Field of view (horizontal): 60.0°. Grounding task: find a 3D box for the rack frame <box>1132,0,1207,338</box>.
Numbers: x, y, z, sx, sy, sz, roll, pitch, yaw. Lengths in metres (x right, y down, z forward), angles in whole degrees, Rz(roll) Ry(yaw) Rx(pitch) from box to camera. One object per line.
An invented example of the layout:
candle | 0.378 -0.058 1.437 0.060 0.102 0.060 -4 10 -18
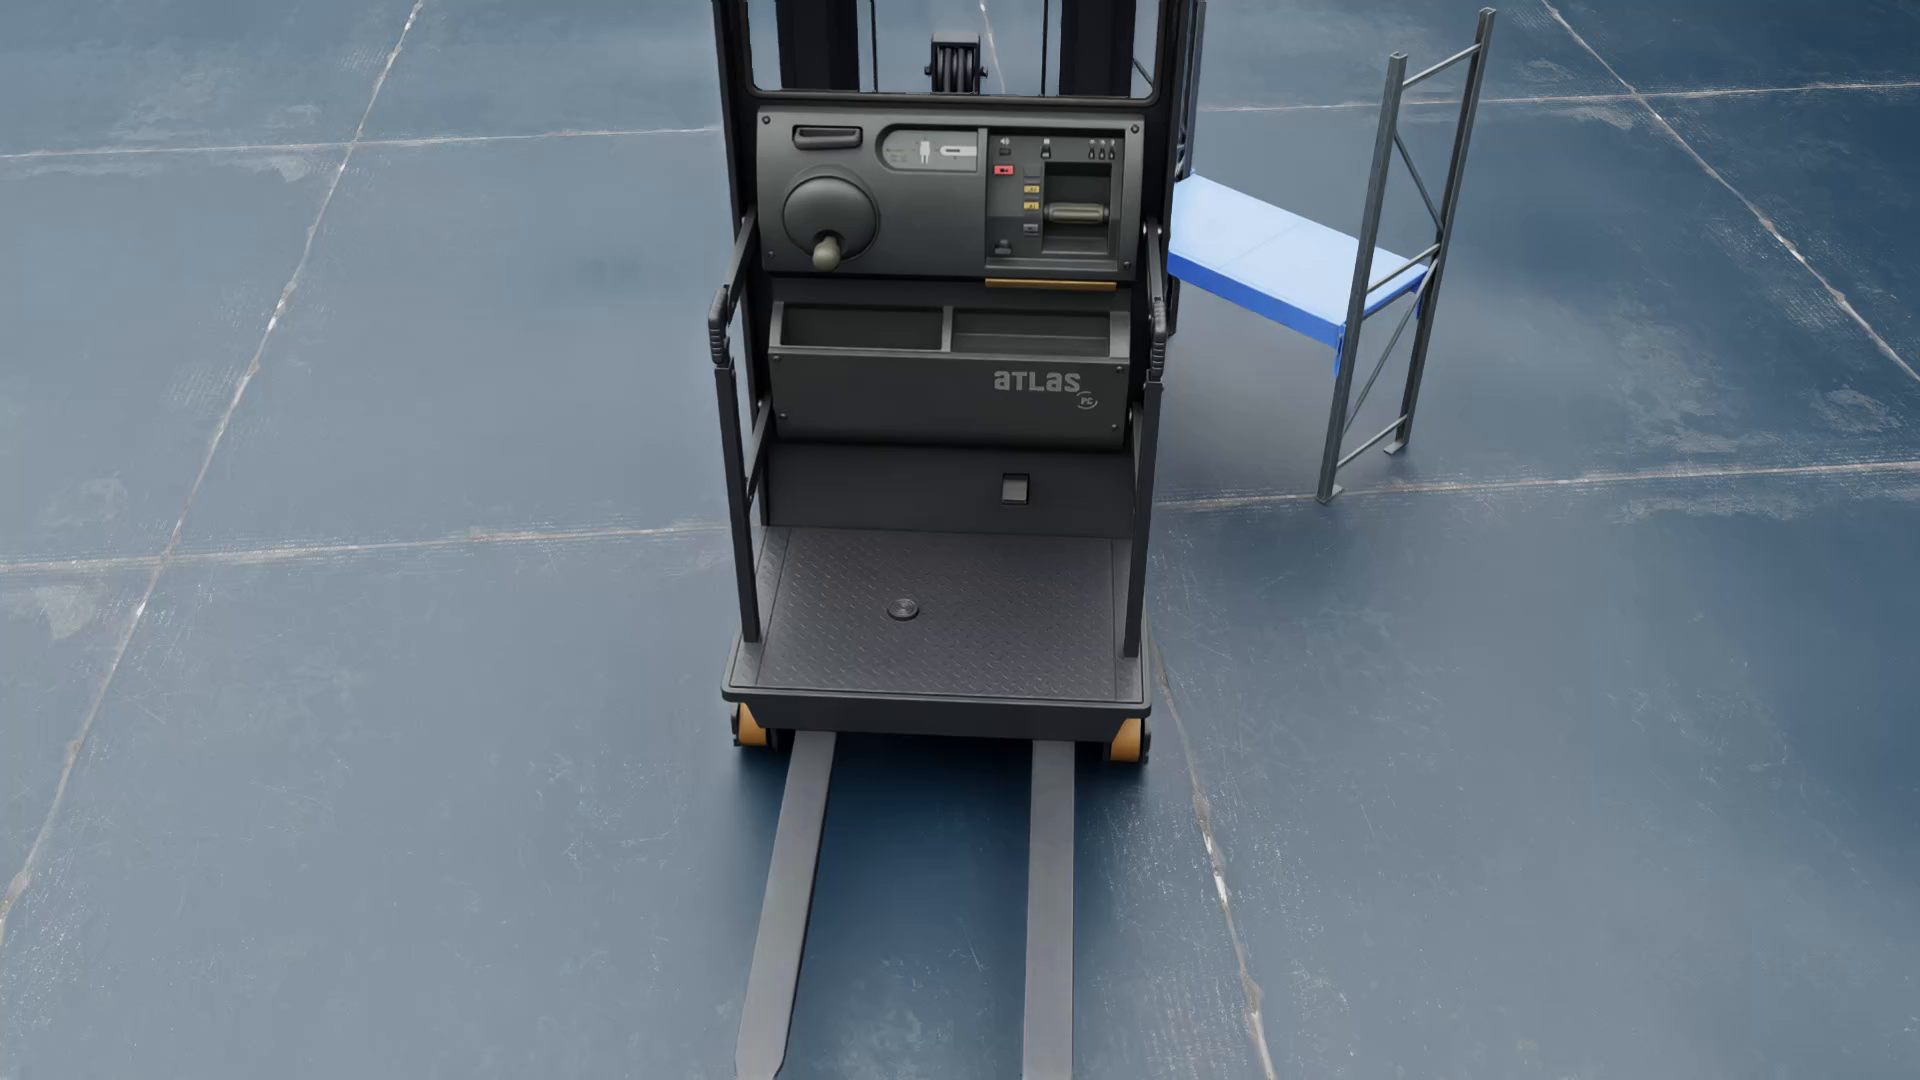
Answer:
rack frame | 0.624 -1.265 5.642 0.032 1.500 0.500 32 48 34

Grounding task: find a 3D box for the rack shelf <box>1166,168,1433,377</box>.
rack shelf | 0.985 -0.902 5.472 1.000 0.185 0.538 32 48 34

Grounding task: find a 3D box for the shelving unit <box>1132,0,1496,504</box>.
shelving unit | 0.985 -1.043 5.361 1.048 1.500 0.538 32 48 34

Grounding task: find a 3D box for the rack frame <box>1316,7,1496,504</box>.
rack frame | 1.345 -0.821 5.080 0.032 1.500 0.500 32 48 34

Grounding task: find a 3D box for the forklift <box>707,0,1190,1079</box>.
forklift | -0.036 -0.763 3.851 1.130 2.935 3.031 2 38 3
